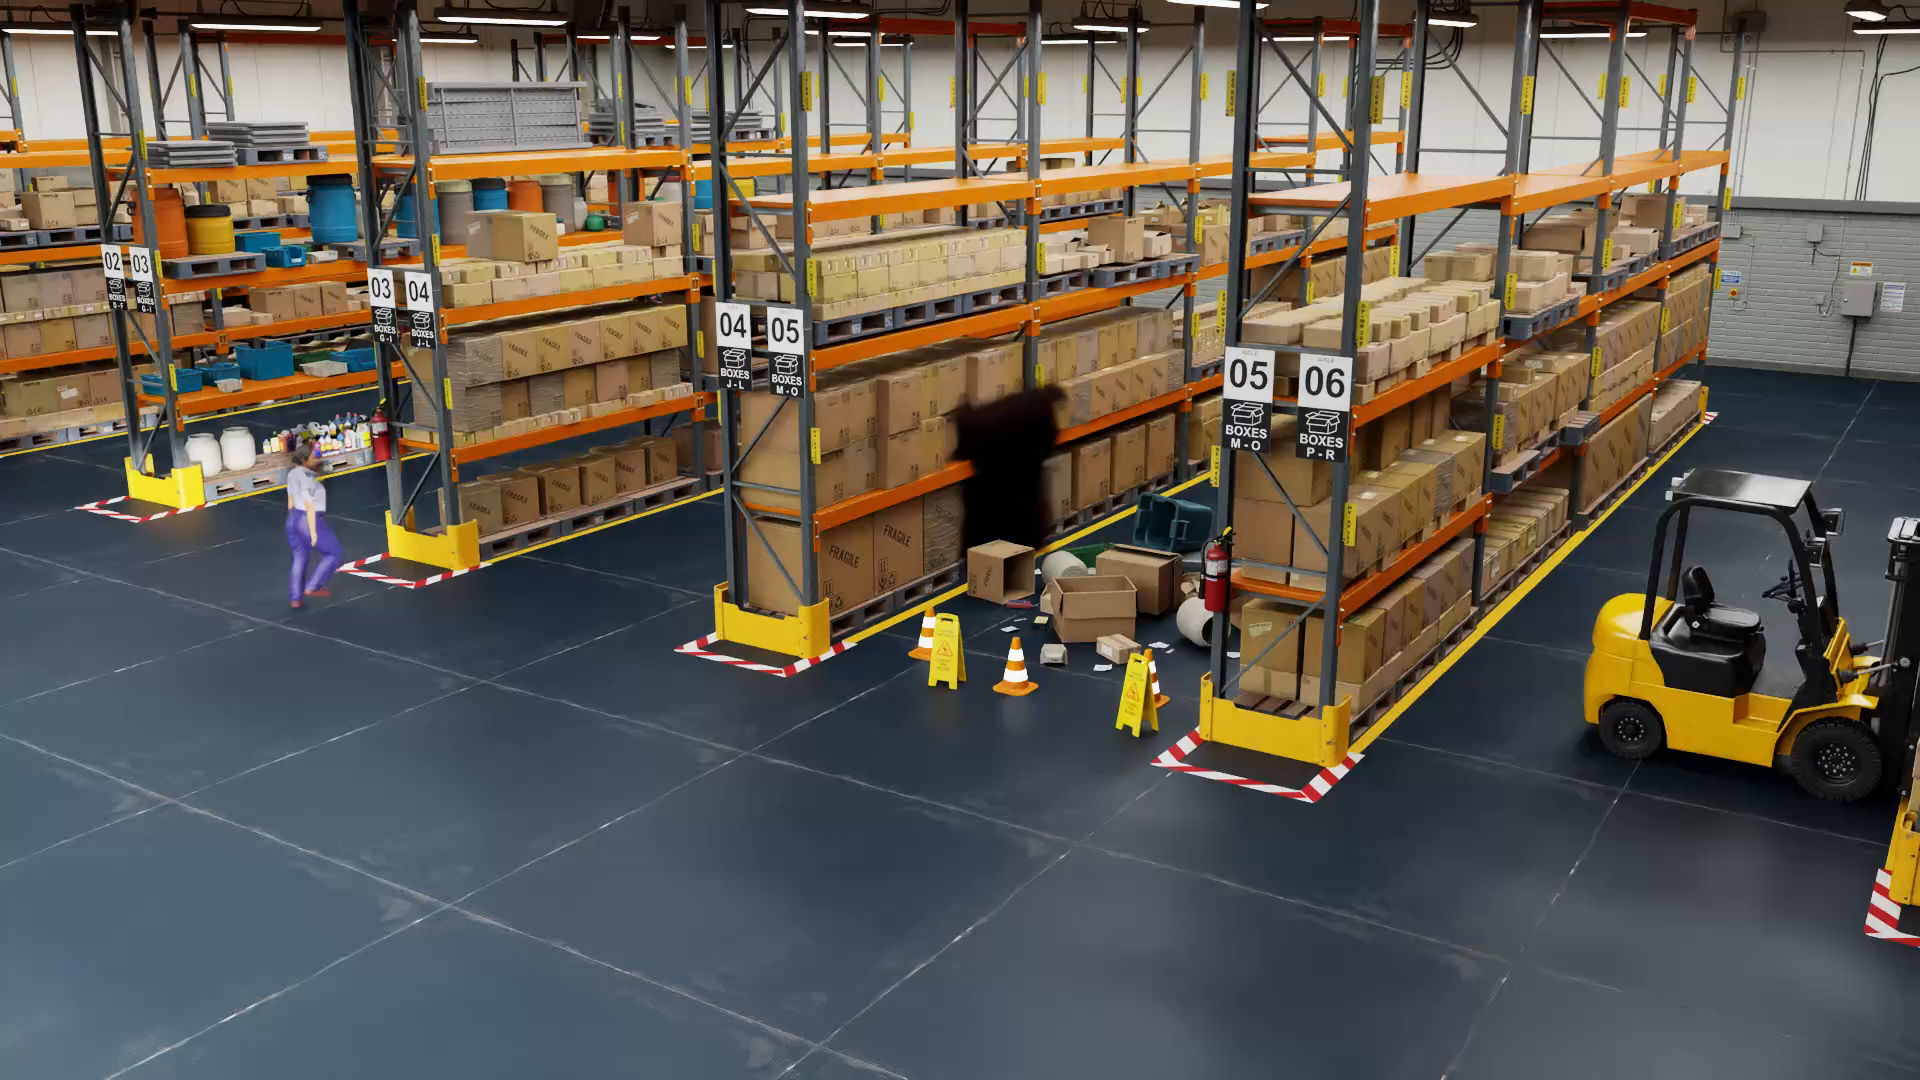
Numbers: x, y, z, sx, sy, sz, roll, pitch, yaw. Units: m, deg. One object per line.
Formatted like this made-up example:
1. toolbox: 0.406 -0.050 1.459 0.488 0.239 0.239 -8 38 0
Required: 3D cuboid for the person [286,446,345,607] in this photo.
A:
1. person: -6.524 -0.137 16.630 0.564 1.628 0.486 14 21 41
